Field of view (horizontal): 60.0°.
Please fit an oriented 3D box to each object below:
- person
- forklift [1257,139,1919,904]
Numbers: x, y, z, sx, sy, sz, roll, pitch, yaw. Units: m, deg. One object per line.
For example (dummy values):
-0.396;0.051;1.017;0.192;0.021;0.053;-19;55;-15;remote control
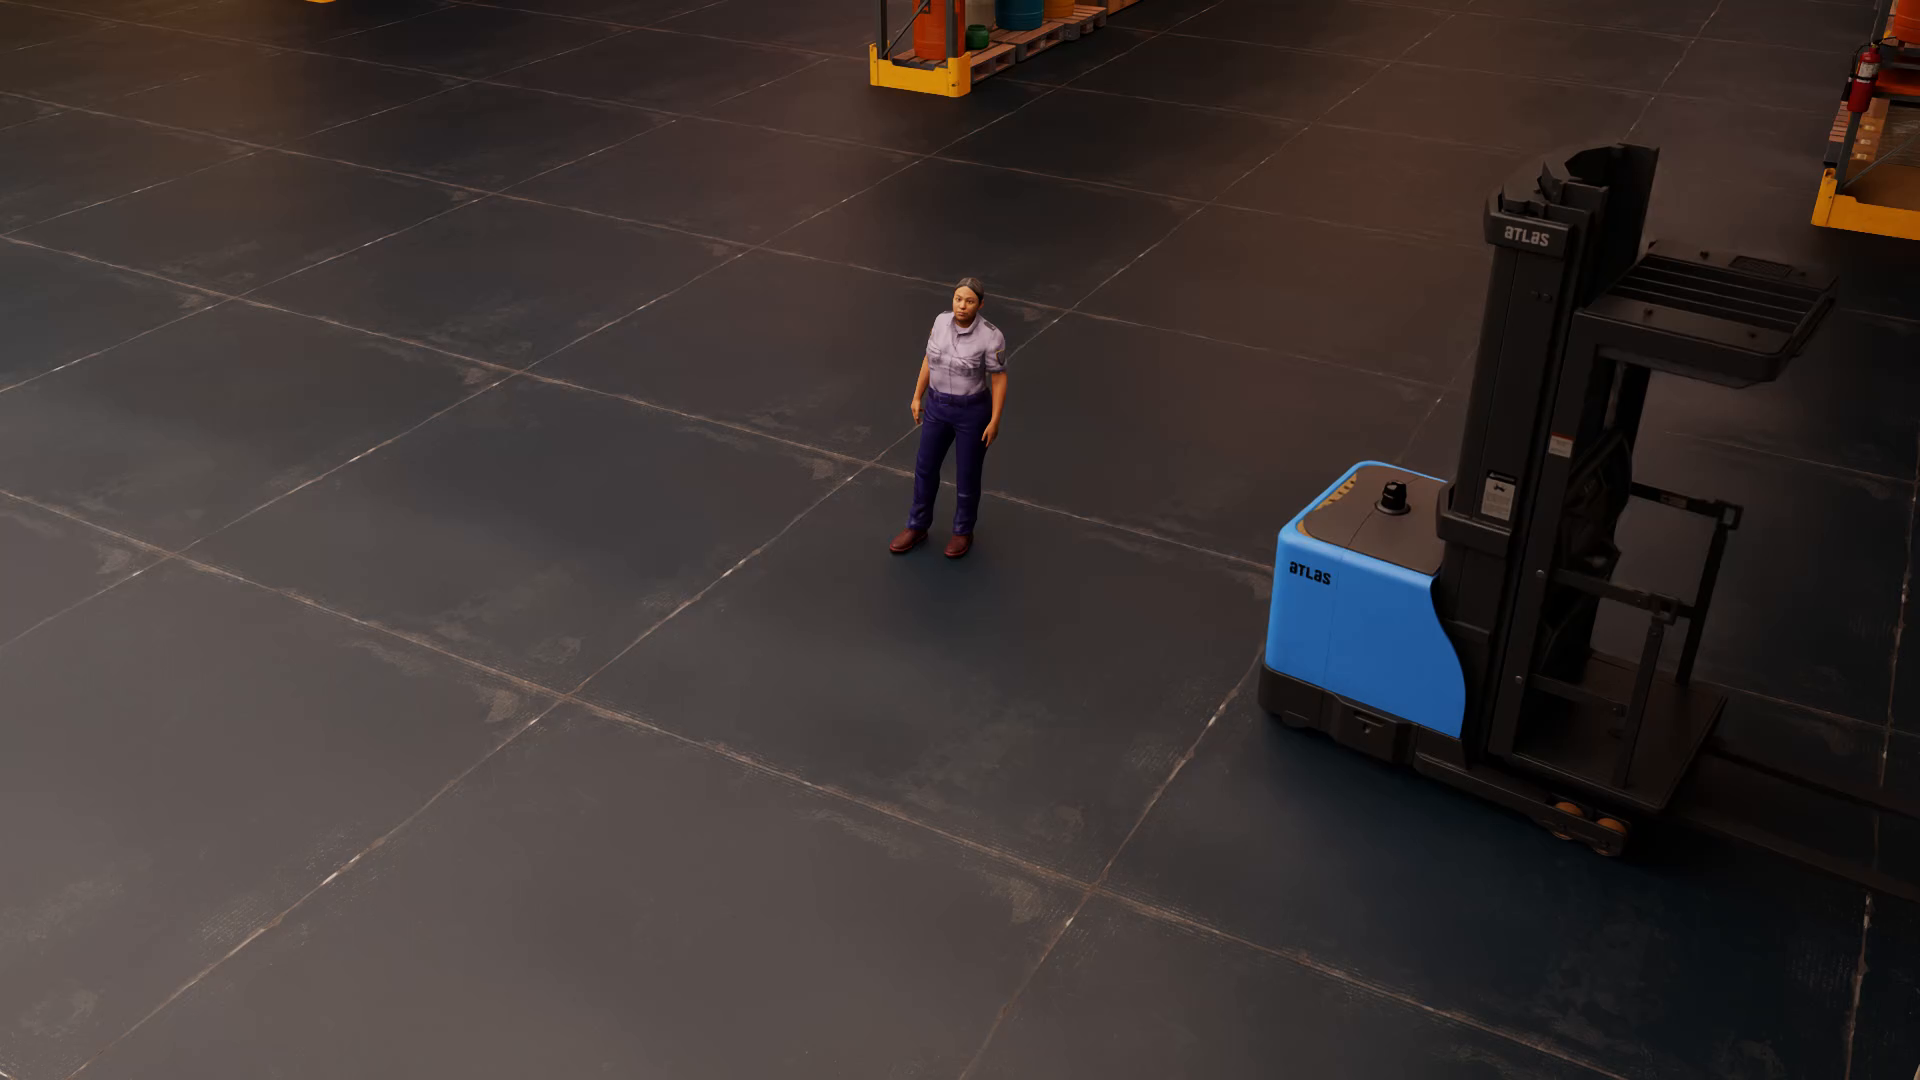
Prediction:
-0.063;-0.686;9.529;0.599;1.650;0.503;15;33;25;person
3.000;-0.142;7.317;3.031;2.935;1.130;20;36;31;forklift
